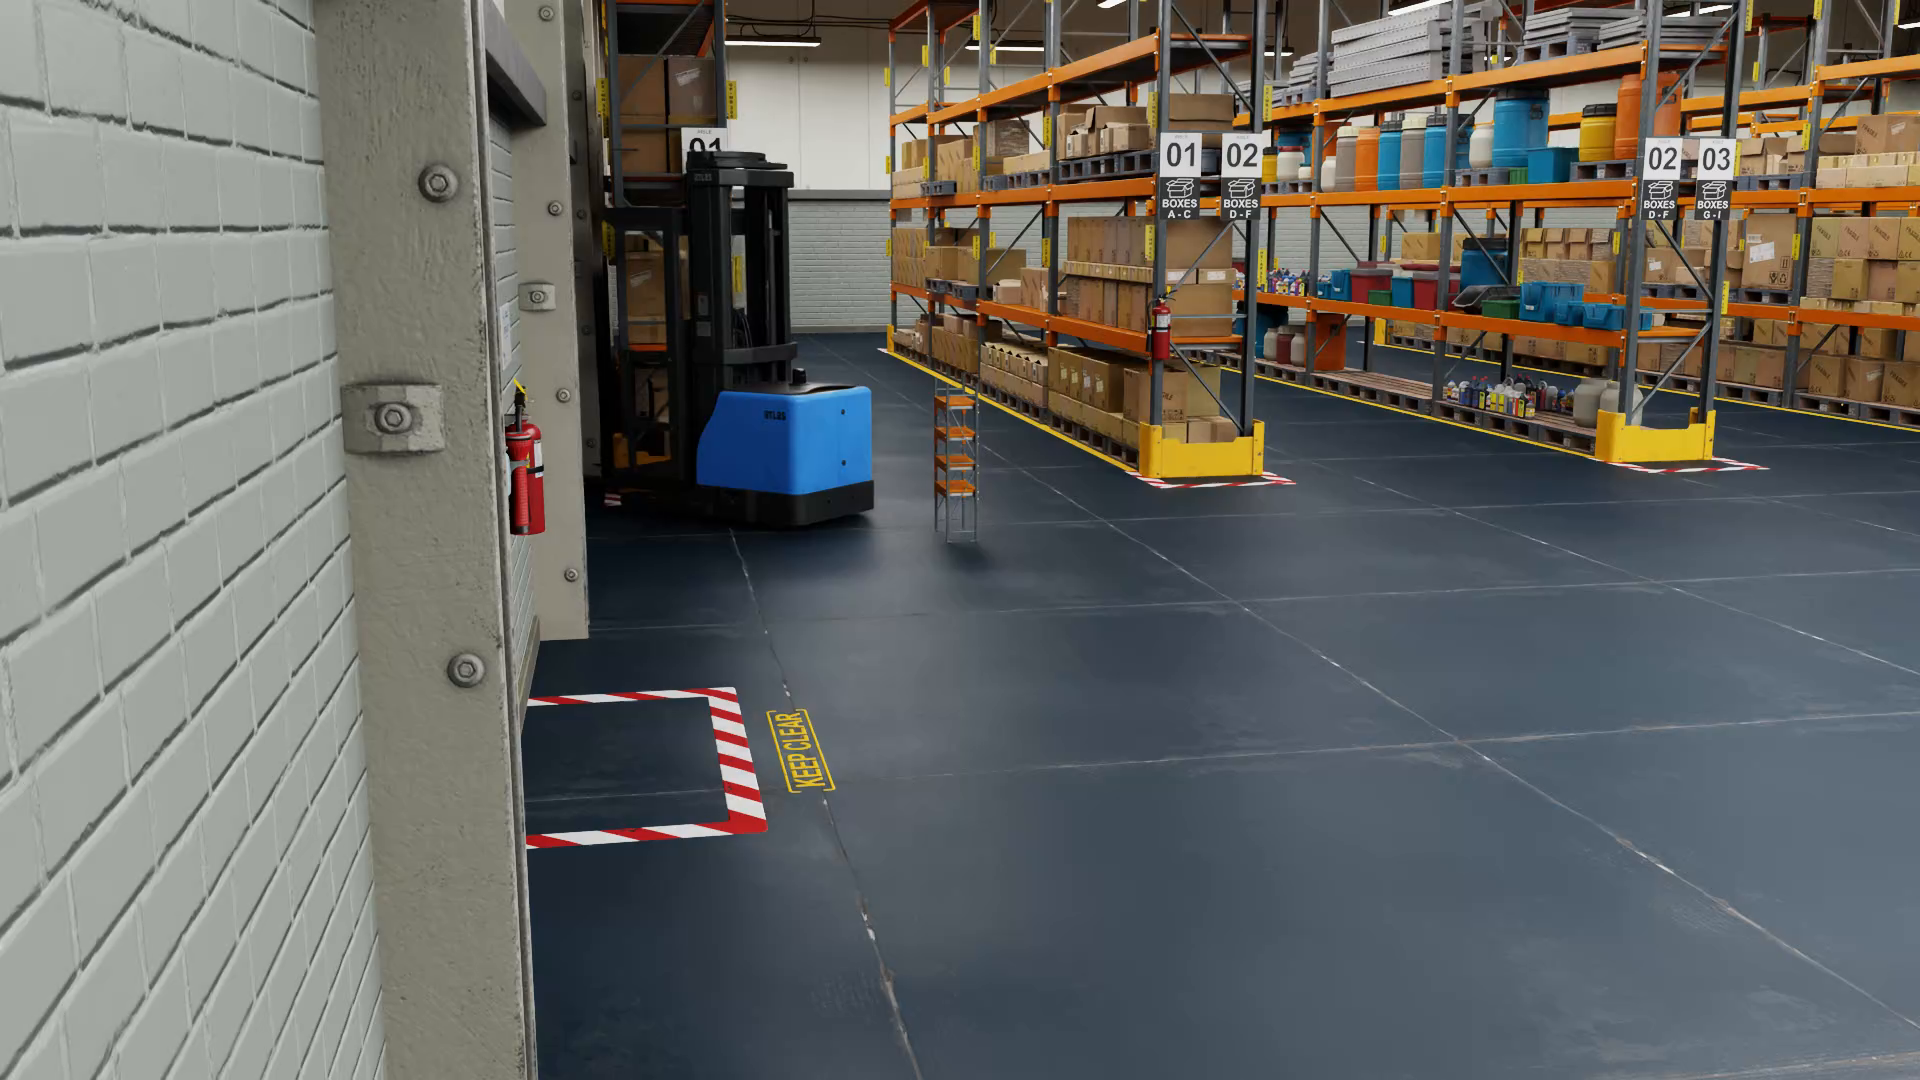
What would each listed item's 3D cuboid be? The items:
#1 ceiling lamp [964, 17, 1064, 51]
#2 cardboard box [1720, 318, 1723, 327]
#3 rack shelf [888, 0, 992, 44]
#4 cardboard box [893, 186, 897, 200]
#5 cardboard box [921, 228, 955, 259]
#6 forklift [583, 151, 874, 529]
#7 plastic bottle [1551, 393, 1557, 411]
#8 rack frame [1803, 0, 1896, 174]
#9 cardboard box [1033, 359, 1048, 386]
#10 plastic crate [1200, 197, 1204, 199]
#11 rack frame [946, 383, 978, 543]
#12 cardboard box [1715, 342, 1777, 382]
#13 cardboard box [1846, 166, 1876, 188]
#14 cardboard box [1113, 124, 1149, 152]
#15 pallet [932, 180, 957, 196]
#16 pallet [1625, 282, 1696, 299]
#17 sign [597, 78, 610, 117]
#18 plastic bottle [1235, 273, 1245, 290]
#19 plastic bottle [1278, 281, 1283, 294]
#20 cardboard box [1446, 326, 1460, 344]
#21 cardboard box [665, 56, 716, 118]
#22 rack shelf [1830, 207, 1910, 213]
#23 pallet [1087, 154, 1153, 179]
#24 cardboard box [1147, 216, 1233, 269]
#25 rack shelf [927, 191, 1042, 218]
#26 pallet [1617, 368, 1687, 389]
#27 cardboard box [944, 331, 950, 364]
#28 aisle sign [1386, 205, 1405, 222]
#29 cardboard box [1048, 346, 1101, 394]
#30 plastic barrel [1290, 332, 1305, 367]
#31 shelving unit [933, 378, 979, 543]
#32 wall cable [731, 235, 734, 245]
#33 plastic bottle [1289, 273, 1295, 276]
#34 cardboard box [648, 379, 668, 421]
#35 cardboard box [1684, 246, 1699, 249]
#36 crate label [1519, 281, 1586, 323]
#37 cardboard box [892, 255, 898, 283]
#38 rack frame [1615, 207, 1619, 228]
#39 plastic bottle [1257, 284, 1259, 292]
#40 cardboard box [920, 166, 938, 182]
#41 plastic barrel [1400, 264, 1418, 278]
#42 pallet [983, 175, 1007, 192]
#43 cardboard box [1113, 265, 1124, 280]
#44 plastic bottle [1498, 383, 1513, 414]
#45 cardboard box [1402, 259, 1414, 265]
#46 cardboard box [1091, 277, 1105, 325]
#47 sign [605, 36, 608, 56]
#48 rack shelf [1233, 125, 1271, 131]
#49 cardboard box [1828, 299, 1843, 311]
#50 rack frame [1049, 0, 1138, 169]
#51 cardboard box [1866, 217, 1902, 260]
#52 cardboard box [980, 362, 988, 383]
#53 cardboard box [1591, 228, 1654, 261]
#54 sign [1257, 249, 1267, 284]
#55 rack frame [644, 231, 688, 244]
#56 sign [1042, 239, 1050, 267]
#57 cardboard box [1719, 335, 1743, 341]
[{"bbox_3d":[1.140,-11.448,33.163,2.000,3.185,0.800,-2,11,-11],"label":"ceiling lamp"},{"bbox_3d":[14.175,-4.038,30.798,0.380,0.149,0.250,-2,11,-10],"label":"cardboard box"},{"bbox_3d":[-0.404,-8.910,28.478,1.077,0.370,4.000,-2,11,-11],"label":"rack shelf"},{"bbox_3d":[-0.942,-6.347,30.399,0.500,0.250,0.500,-2,11,-11],"label":"cardboard box"},{"bbox_3d":[-0.367,-4.941,27.690,0.500,0.500,0.500,-2,11,-11],"label":"cardboard box"},{"bbox_3d":[-2.219,-1.710,13.841,3.031,2.935,1.130,7,13,33],"label":"forklift"},{"bbox_3d":[6.986,-1.618,19.482,0.097,0.201,0.097,0,11,0],"label":"plastic bottle"},{"bbox_3d":[11.259,-6.156,20.974,1.000,3.000,0.127,-2,11,-11],"label":"rack frame"},{"bbox_3d":[1.181,-2.045,20.147,0.500,0.311,0.500,-2,11,-11],"label":"cardboard box"},{"bbox_3d":[4.354,-6.043,28.849,0.416,0.233,0.300,-2,11,-11],"label":"plastic crate"},{"bbox_3d":[0.015,-0.575,12.509,0.240,1.200,0.015,-2,11,-11],"label":"rack frame"},{"bbox_3d":[10.977,-2.502,23.326,0.700,0.500,0.500,-3,11,-16],"label":"cardboard box"},{"bbox_3d":[11.203,-4.420,20.277,0.500,0.250,0.500,-2,11,-12],"label":"cardboard box"},{"bbox_3d":[1.836,-3.993,16.532,0.500,0.250,0.500,-2,11,-11],"label":"cardboard box"},{"bbox_3d":[0.248,-5.386,25.451,1.213,0.211,1.003,-2,11,-11],"label":"pallet"},{"bbox_3d":[10.724,-3.722,24.741,1.213,0.211,1.003,-2,11,-11],"label":"pallet"},{"bbox_3d":[-3.088,-3.827,14.391,0.100,0.325,0.005,-2,11,-11],"label":"sign"},{"bbox_3d":[4.632,-4.270,27.438,0.152,0.276,0.135,-2,11,-11],"label":"plastic bottle"},{"bbox_3d":[4.962,-3.895,25.670,0.097,0.201,0.097,0,11,0],"label":"plastic bottle"},{"bbox_3d":[9.478,-4.128,30.922,0.875,0.875,0.875,-2,11,-11],"label":"cardboard box"},{"bbox_3d":[-2.376,-4.038,14.874,0.500,0.500,0.500,-3,11,-15],"label":"cardboard box"},{"bbox_3d":[19.035,-6.524,32.851,1.077,0.370,4.000,-2,11,-11],"label":"rack shelf"},{"bbox_3d":[1.966,-3.901,17.384,1.003,0.211,1.213,-2,11,-11],"label":"pallet"},{"bbox_3d":[2.230,-2.898,16.164,0.700,0.500,0.500,-2,11,-11],"label":"cardboard box"},{"bbox_3d":[0.374,-5.070,25.214,1.077,0.370,4.000,-2,11,-11],"label":"rack shelf"},{"bbox_3d":[10.632,-2.430,24.897,1.003,0.211,1.213,-2,11,-11],"label":"pallet"},{"bbox_3d":[0.045,-3.018,26.040,0.500,0.500,0.500,-2,11,-10],"label":"cardboard box"},{"bbox_3d":[8.617,-6.689,32.867,0.394,0.787,0.004,-2,11,-11],"label":"aisle sign"},{"bbox_3d":[1.324,-1.977,19.287,0.500,0.500,0.500,-2,11,-11],"label":"cardboard box"},{"bbox_3d":[5.313,-2.936,25.632,0.421,0.512,0.421,0,11,0],"label":"plastic barrel"},{"bbox_3d":[-0.032,-0.620,12.744,0.258,1.200,0.503,-2,11,-11],"label":"shelving unit"},{"bbox_3d":[-6.401,-7.342,35.507,3.097,2.526,0.112,-2,11,-11],"label":"wall cable"},{"bbox_3d":[5.408,-4.215,27.153,0.152,0.276,0.135,-2,11,-11],"label":"plastic bottle"},{"bbox_3d":[-3.076,-1.468,17.896,0.500,0.500,0.500,-3,11,-15],"label":"cardboard box"},{"bbox_3d":[14.021,-5.299,31.449,0.500,0.500,0.500,-2,11,-11],"label":"cardboard box"},{"bbox_3d":[6.555,-2.641,18.453,0.502,0.435,0.616,-2,11,-11],"label":"crate label"},{"bbox_3d":[-0.965,-5.009,30.722,0.500,0.500,0.500,-2,11,-10],"label":"cardboard box"},{"bbox_3d":[13.810,-5.572,33.949,1.000,3.000,0.127,-2,11,-11],"label":"rack frame"},{"bbox_3d":[4.782,-4.100,26.558,0.097,0.271,0.097,0,11,0],"label":"plastic bottle"},{"bbox_3d":[-0.376,-6.042,27.458,0.500,0.250,0.500,-2,11,-11],"label":"cardboard box"},{"bbox_3d":[6.203,-3.493,22.664,0.433,0.535,0.433,0,11,0],"label":"plastic barrel"},{"bbox_3d":[0.983,-4.843,22.601,1.213,0.211,1.003,-2,11,-8],"label":"pallet"},{"bbox_3d":[1.805,-2.784,17.301,0.380,0.149,0.250,-2,11,-9],"label":"cardboard box"},{"bbox_3d":[6.306,-1.634,19.167,0.144,0.351,0.185,-2,11,-9],"label":"plastic bottle"},{"bbox_3d":[8.861,-5.290,32.071,0.500,0.250,0.500,-2,11,-12],"label":"cardboard box"},{"bbox_3d":[1.836,-2.629,18.219,0.700,0.500,0.500,-2,11,-10],"label":"cardboard box"},{"bbox_3d":[-5.422,-7.604,25.659,0.100,0.325,0.005,-2,11,-11],"label":"sign"},{"bbox_3d":[4.456,-7.260,29.768,1.077,0.370,4.000,-2,11,-11],"label":"rack shelf"},{"bbox_3d":[11.117,-2.944,20.815,0.380,0.149,0.250,-2,11,-11],"label":"cardboard box"},{"bbox_3d":[1.541,-5.797,19.085,1.000,3.000,0.127,-2,11,-11],"label":"rack frame"},{"bbox_3d":[11.293,-3.620,19.959,0.500,0.500,0.500,-2,11,-11],"label":"cardboard box"},{"bbox_3d":[0.577,-2.332,23.157,0.500,0.250,0.500,-2,11,-11],"label":"cardboard box"},{"bbox_3d":[10.355,-4.619,25.994,0.797,0.503,0.637,-2,11,-9],"label":"cardboard box"},{"bbox_3d":[2.865,-2.599,15.803,0.100,0.325,0.005,-2,11,-11],"label":"sign"},{"bbox_3d":[-4.095,-3.402,22.550,1.000,3.000,0.127,-2,11,-11],"label":"rack frame"},{"bbox_3d":[1.011,-3.358,19.432,0.100,0.325,0.005,-2,11,-11],"label":"sign"},{"bbox_3d":[14.177,-3.704,30.634,0.380,0.149,0.250,-2,11,-10],"label":"cardboard box"}]
